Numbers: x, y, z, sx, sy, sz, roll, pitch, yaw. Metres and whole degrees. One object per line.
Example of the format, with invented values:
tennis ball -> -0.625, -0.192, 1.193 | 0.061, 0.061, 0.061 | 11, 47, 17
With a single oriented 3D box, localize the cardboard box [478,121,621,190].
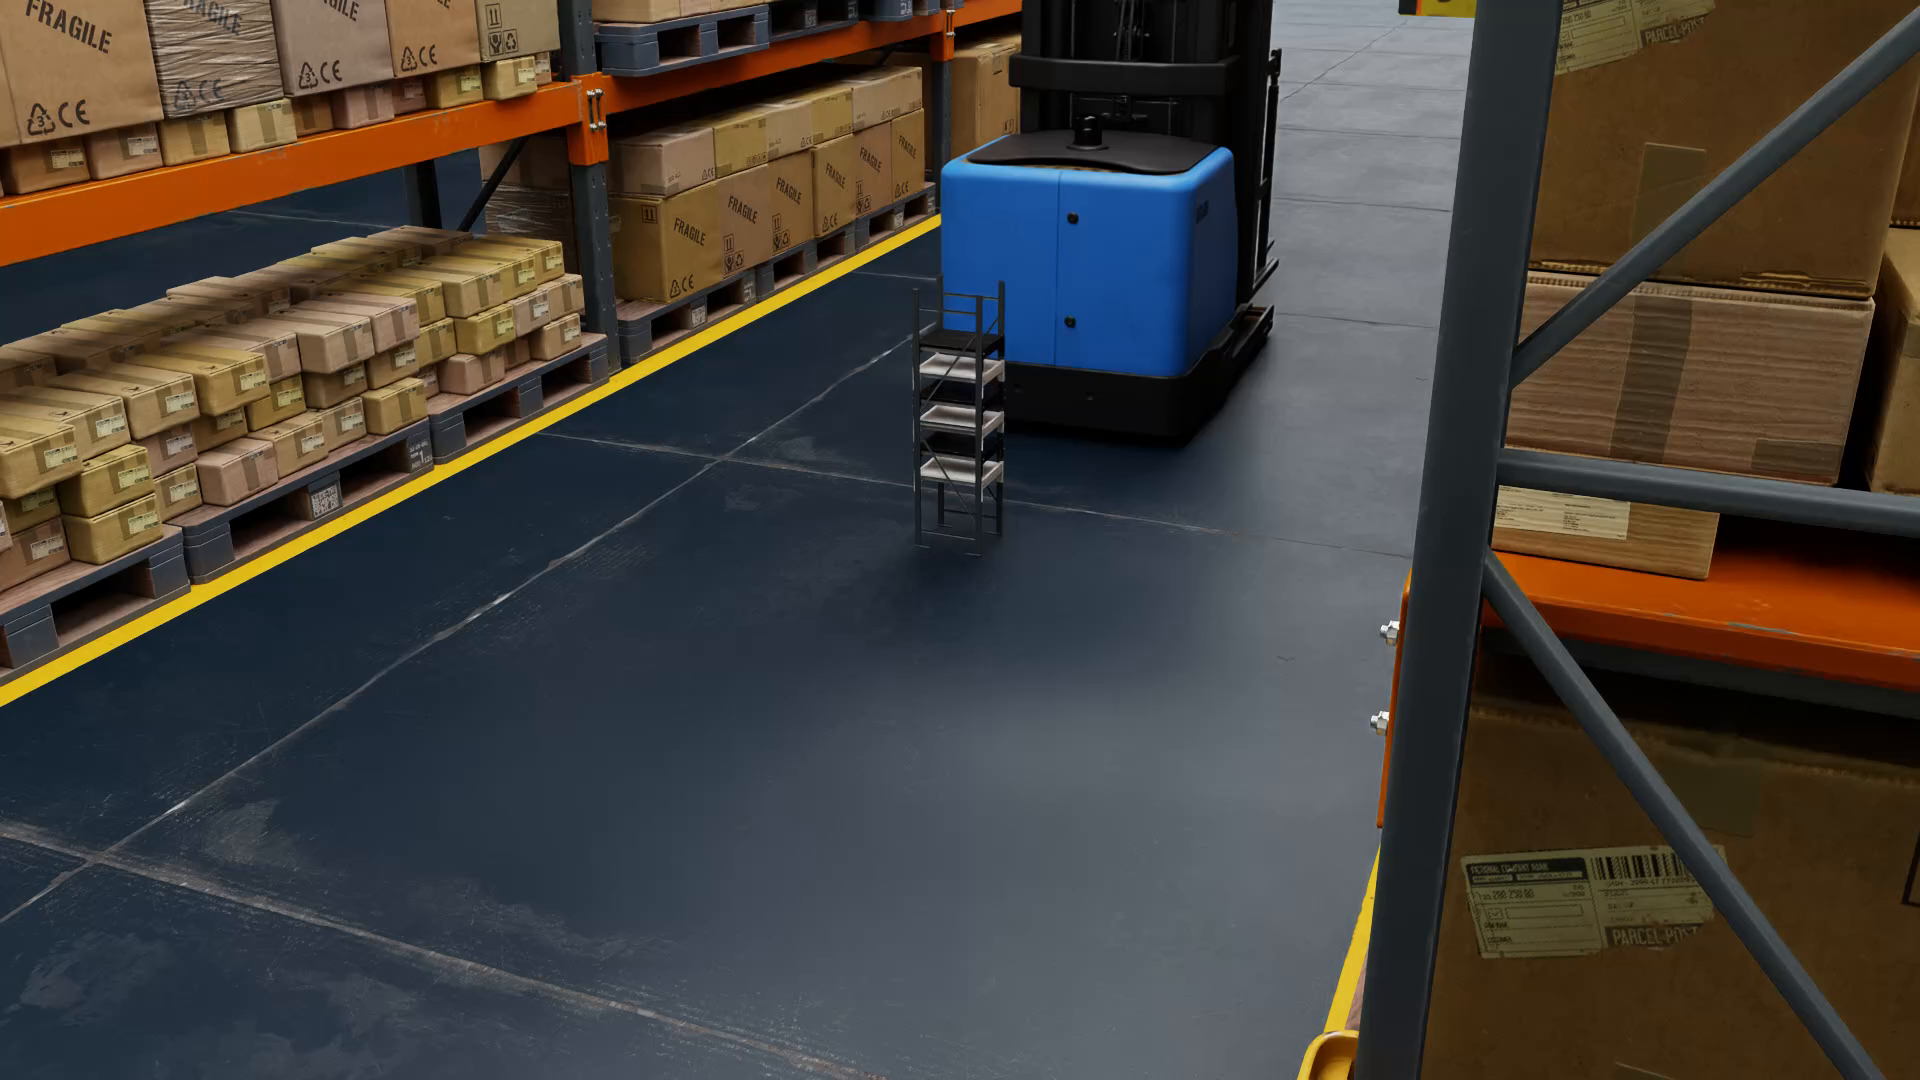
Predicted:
cardboard box -> -1.987, -1.891, 8.111 | 0.500, 0.250, 0.500 | 8, 24, 19

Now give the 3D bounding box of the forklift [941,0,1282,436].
forklift -> 0.887, -2.300, 7.452 | 1.130, 2.935, 3.031 | 8, 24, 18

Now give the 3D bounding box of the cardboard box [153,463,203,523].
cardboard box -> -2.713, -0.167, 5.411 | 0.380, 0.149, 0.250 | 9, 24, 20

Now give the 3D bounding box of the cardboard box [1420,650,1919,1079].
cardboard box -> 1.216, 0.522, 2.821 | 0.875, 0.875, 0.875 | 9, 24, 20

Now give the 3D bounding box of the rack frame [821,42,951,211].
rack frame -> -0.544, -3.634, 10.557 | 1.000, 3.000, 0.127 | 9, 24, 20

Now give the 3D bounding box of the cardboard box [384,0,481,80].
cardboard box -> -2.141, -1.986, 6.098 | 0.500, 0.500, 0.500 | 8, 24, 19

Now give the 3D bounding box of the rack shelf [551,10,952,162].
rack shelf -> -1.286, -2.586, 8.982 | 1.077, 0.370, 4.000 | 9, 24, 20

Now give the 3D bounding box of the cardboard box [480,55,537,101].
cardboard box -> -1.913, -1.843, 6.596 | 0.380, 0.149, 0.250 | 8, 24, 19

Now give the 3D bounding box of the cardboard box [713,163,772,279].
cardboard box -> -1.314, -1.659, 8.527 | 0.500, 0.500, 0.500 | 10, 25, 22

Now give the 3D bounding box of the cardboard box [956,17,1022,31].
cardboard box -> 0.433, -3.641, 12.949 | 1.050, 0.750, 0.750 | 9, 24, 20

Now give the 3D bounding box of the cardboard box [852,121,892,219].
cardboard box -> -0.742, -2.216, 9.861 | 0.500, 0.500, 0.500 | 10, 25, 22

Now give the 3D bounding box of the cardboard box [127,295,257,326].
cardboard box -> -2.826, -0.788, 6.128 | 0.380, 0.149, 0.250 | 8, 24, 18

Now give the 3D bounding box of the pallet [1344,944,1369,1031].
pallet -> 1.277, 0.965, 3.166 | 1.003, 0.211, 1.213 | 9, 24, 20

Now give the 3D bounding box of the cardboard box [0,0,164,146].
cardboard box -> -2.723, -1.444, 4.799 | 0.500, 0.500, 0.500 | 9, 24, 21

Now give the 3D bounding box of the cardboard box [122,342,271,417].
cardboard box -> -2.535, -0.536, 5.524 | 0.380, 0.149, 0.250 | 9, 24, 21

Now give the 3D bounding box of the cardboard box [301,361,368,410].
cardboard box -> -2.402, -0.600, 6.062 | 0.380, 0.149, 0.250 | 8, 24, 18

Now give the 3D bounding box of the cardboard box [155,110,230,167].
cardboard box -> -2.558, -1.289, 5.271 | 0.380, 0.149, 0.250 | 10, 25, 22

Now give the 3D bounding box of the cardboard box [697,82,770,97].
cardboard box -> -1.409, -2.451, 9.452 | 0.500, 0.250, 0.500 | 9, 24, 20

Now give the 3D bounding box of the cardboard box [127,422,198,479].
cardboard box -> -2.713, -0.312, 5.373 | 0.380, 0.149, 0.250 | 8, 24, 18

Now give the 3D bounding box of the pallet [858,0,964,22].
pallet -> -0.709, -3.275, 9.947 | 1.213, 0.211, 1.003 | 9, 24, 20

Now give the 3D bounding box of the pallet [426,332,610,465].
pallet -> -2.246, -0.670, 7.080 | 1.003, 0.211, 1.213 | 9, 24, 20

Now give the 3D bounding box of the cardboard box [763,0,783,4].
cardboard box -> -1.074, -2.725, 8.163 | 0.380, 0.149, 0.250 | 8, 24, 18

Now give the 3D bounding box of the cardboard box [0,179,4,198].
cardboard box -> -2.916, -1.022, 4.631 | 0.380, 0.149, 0.250 | 10, 25, 23

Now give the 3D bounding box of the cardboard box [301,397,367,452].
cardboard box -> -2.402, -0.437, 6.059 | 0.380, 0.149, 0.250 | 9, 24, 21

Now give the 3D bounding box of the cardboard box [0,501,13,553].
cardboard box -> -2.928, -0.027, 4.691 | 0.380, 0.149, 0.250 | 9, 24, 20

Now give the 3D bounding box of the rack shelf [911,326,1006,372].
rack shelf -> -0.003, -0.631, 5.478 | 0.258, 0.077, 0.200 | 9, 24, 20

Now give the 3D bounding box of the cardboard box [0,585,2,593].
cardboard box -> -3.002, 0.104, 4.763 | 0.380, 0.149, 0.250 | 9, 24, 20

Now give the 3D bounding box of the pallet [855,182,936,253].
pallet -> -0.835, -2.067, 10.426 | 1.003, 0.211, 1.213 | 9, 24, 20

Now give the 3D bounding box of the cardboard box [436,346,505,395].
cardboard box -> -2.071, -0.707, 6.704 | 0.380, 0.149, 0.250 | 8, 24, 18

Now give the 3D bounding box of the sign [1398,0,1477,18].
sign -> 0.554, -0.751, 1.846 | 0.100, 0.325, 0.005 | 9, 24, 20

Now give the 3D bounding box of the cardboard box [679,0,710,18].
cardboard box -> -1.358, -2.455, 7.517 | 0.380, 0.149, 0.250 | 9, 24, 21

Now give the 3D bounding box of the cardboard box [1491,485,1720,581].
cardboard box -> 0.879, -0.083, 2.383 | 0.380, 0.149, 0.250 | 9, 24, 21

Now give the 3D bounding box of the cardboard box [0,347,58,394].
cardboard box -> -3.226, -0.530, 5.508 | 0.380, 0.149, 0.250 | 10, 25, 22

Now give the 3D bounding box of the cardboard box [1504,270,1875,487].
cardboard box -> 0.986, -0.304, 2.395 | 0.500, 0.250, 0.500 | 8, 24, 19

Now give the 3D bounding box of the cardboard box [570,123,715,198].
cardboard box -> -1.510, -1.815, 7.929 | 0.500, 0.250, 0.500 | 8, 24, 18

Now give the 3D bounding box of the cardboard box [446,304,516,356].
cardboard box -> -2.023, -0.862, 6.691 | 0.380, 0.149, 0.250 | 8, 24, 18

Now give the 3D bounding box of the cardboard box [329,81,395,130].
cardboard box -> -2.259, -1.565, 5.932 | 0.380, 0.149, 0.250 | 8, 24, 18

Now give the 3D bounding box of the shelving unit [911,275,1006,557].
shelving unit -> -0.003, -0.412, 5.570 | 0.258, 0.900, 0.210 | 9, 24, 20

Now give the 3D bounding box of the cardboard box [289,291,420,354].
cardboard box -> -2.247, -0.811, 6.183 | 0.380, 0.149, 0.250 | 8, 24, 17

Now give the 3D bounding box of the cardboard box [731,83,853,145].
cardboard box -> -0.935, -2.376, 9.271 | 0.500, 0.250, 0.500 | 9, 24, 21

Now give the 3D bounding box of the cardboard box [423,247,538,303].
cardboard box -> -1.978, -1.093, 6.858 | 0.380, 0.149, 0.250 | 9, 24, 21

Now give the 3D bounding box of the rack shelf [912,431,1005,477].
rack shelf -> -0.003, -0.299, 5.617 | 0.258, 0.077, 0.200 | 9, 24, 20

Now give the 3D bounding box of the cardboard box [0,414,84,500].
cardboard box -> -2.802, -0.250, 4.839 | 0.380, 0.149, 0.250 | 9, 24, 20

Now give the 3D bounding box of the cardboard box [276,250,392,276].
cardboard box -> -2.555, -1.074, 6.811 | 0.380, 0.149, 0.250 | 8, 24, 19
